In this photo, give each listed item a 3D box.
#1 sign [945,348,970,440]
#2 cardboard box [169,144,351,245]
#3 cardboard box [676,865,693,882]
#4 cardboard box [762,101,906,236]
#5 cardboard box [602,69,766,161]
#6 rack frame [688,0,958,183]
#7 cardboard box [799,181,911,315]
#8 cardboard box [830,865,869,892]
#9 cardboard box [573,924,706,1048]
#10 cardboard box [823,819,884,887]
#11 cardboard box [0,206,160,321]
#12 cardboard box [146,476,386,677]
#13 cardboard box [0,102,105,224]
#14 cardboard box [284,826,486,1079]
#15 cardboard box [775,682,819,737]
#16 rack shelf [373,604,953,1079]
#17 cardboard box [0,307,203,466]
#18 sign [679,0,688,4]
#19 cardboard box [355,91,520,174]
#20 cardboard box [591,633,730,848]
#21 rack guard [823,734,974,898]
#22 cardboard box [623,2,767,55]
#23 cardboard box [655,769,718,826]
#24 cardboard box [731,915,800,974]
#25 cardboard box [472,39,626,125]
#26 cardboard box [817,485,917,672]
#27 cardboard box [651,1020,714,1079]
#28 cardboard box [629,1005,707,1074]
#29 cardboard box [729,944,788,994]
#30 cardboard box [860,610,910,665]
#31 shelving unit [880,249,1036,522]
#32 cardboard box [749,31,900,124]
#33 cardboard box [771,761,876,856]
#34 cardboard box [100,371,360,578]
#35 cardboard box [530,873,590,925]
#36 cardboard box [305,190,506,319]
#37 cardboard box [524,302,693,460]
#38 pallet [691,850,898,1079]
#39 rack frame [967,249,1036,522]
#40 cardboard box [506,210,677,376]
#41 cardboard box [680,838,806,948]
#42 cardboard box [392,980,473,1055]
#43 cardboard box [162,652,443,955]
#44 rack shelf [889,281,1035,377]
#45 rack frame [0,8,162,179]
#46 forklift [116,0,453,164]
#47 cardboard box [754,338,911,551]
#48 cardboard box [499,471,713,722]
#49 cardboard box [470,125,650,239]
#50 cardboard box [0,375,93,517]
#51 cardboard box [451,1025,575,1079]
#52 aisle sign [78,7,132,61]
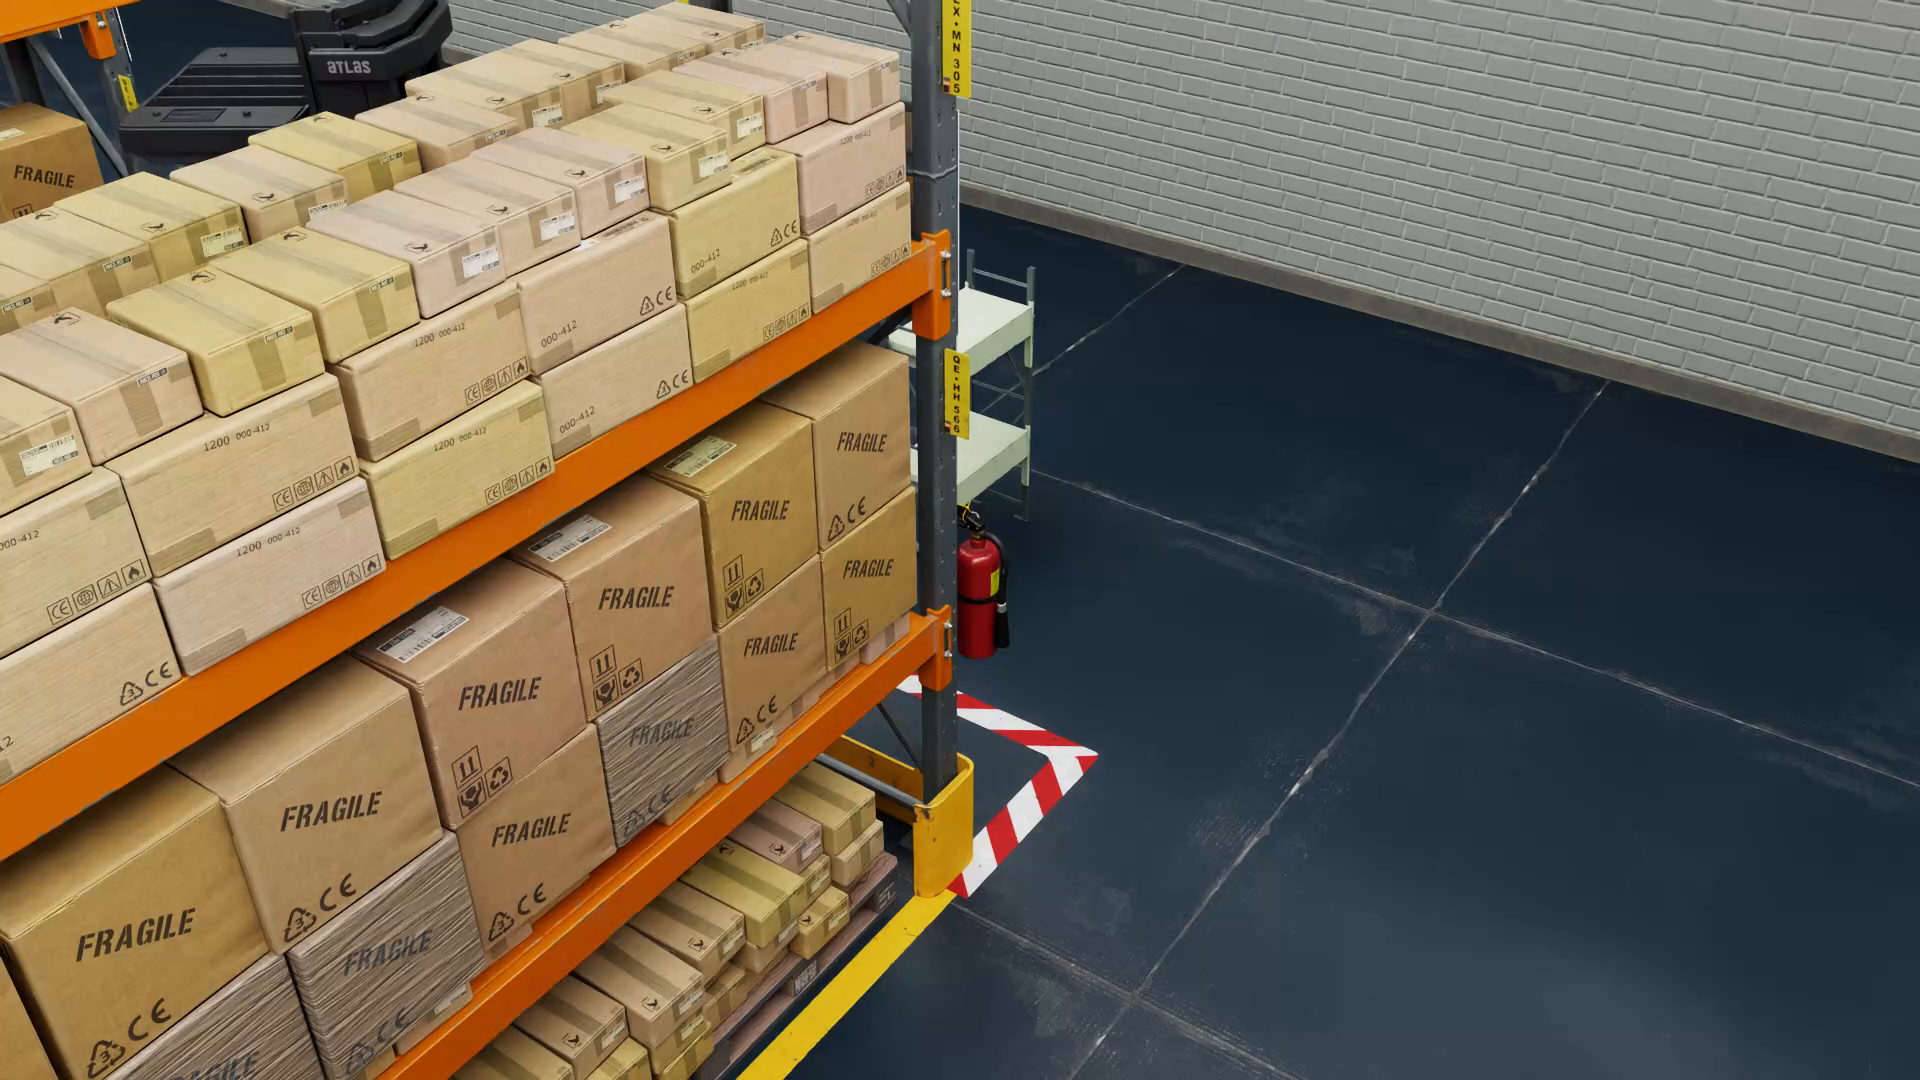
[{"bbox_3d":[-0.010,-0.495,5.664,0.100,0.325,0.005,21,39,28],"label":"sign"},{"bbox_3d":[-1.736,-0.842,4.146,0.380,0.149,0.250,23,40,30],"label":"cardboard box"},{"bbox_3d":[-1.233,1.221,6.347,0.380,0.149,0.250,22,40,29],"label":"cardboard box"},{"bbox_3d":[-0.508,-1.165,4.980,0.500,0.250,0.500,20,39,27],"label":"cardboard box"},{"bbox_3d":[-0.769,-1.176,4.641,0.380,0.149,0.250,20,39,27],"label":"cardboard box"},{"bbox_3d":[-0.454,-2.556,4.672,1.000,3.000,0.127,21,39,28],"label":"rack frame"},{"bbox_3d":[-0.496,-0.957,5.120,0.500,0.250,0.500,20,39,27],"label":"cardboard box"},{"bbox_3d":[-0.583,1.245,6.577,0.380,0.149,0.250,22,40,29],"label":"cardboard box"},{"bbox_3d":[-1.089,1.512,5.651,0.380,0.149,0.250,23,40,30],"label":"cardboard box"},{"bbox_3d":[-0.521,1.147,6.456,0.380,0.149,0.250,20,39,27],"label":"cardboard box"},{"bbox_3d":[-2.065,-0.617,3.815,0.380,0.149,0.250,21,39,28],"label":"cardboard box"},{"bbox_3d":[-1.663,-0.006,3.713,0.500,0.250,0.500,23,40,30],"label":"cardboard box"},{"bbox_3d":[-4.533,-1.765,8.057,0.500,0.500,0.500,22,40,29],"label":"cardboard box"},{"bbox_3d":[-1.653,1.008,4.403,0.500,0.500,0.500,20,39,27],"label":"cardboard box"},{"bbox_3d":[-0.711,0.496,5.738,0.380,0.149,0.250,21,39,28],"label":"cardboard box"},{"bbox_3d":[-1.595,1.148,5.193,1.077,0.370,4.000,21,39,28],"label":"rack shelf"},{"bbox_3d":[-1.775,-0.318,3.372,0.380,0.149,0.250,20,39,27],"label":"cardboard box"},{"bbox_3d":[-0.900,-1.848,5.523,0.100,0.325,0.005,21,39,28],"label":"sign"},{"bbox_3d":[-1.400,-1.070,4.484,0.380,0.149,0.250,22,40,29],"label":"cardboard box"},{"bbox_3d":[-1.078,0.526,5.116,0.500,0.500,0.500,21,40,28],"label":"cardboard box"},{"bbox_3d":[-0.498,1.000,7.001,1.175,0.500,0.348,21,39,28],"label":"rack guard"},{"bbox_3d":[-0.826,-1.547,5.189,0.380,0.149,0.250,21,39,28],"label":"cardboard box"},{"bbox_3d":[-1.012,0.733,5.388,0.380,0.149,0.250,19,39,26],"label":"cardboard box"},{"bbox_3d":[-0.816,1.387,6.101,0.380,0.149,0.250,20,39,26],"label":"cardboard box"},{"bbox_3d":[-1.201,-1.334,4.874,0.380,0.149,0.250,21,39,28],"label":"cardboard box"},{"bbox_3d":[-0.499,0.054,5.814,0.500,0.500,0.500,22,40,29],"label":"cardboard box"},{"bbox_3d":[-1.092,1.745,5.837,0.380,0.149,0.250,19,39,26],"label":"cardboard box"},{"bbox_3d":[-1.100,1.629,5.743,0.380,0.149,0.250,22,40,29],"label":"cardboard box"},{"bbox_3d":[-0.868,1.490,6.215,0.380,0.149,0.250,21,39,28],"label":"cardboard box"},{"bbox_3d":[-0.408,0.274,6.067,0.380,0.149,0.250,21,39,28],"label":"cardboard box"},{"bbox_3d":[-0.004,-0.618,8.501,0.431,1.500,0.755,21,39,28],"label":"shelving unit"},{"bbox_3d":[-0.402,-1.376,4.937,0.380,0.149,0.250,21,39,28],"label":"cardboard box"},{"bbox_3d":[-0.548,1.015,6.387,0.380,0.149,0.250,22,40,29],"label":"cardboard box"},{"bbox_3d":[-1.677,-0.217,3.579,0.500,0.250,0.500,22,40,29],"label":"cardboard box"},{"bbox_3d":[-1.353,0.966,5.044,0.380,0.149,0.250,22,40,29],"label":"cardboard box"},{"bbox_3d":[-1.298,-0.675,3.900,0.380,0.149,0.250,20,39,27],"label":"cardboard box"},{"bbox_3d":[-1.075,-0.496,4.438,0.500,0.250,0.500,23,40,30],"label":"cardboard box"},{"bbox_3d":[-0.990,1.482,6.546,1.003,0.211,1.213,21,39,28],"label":"pallet"},{"bbox_3d":[0.205,-0.787,8.750,0.400,1.500,0.023,21,39,28],"label":"rack frame"},{"bbox_3d":[-1.093,-0.694,4.284,0.500,0.250,0.500,22,40,29],"label":"cardboard box"},{"bbox_3d":[-0.782,1.272,6.007,0.380,0.149,0.250,20,39,27],"label":"cardboard box"},{"bbox_3d":[-1.594,1.227,4.658,0.380,0.149,0.250,23,40,30],"label":"cardboard box"},{"bbox_3d":[-1.682,0.596,4.119,0.500,0.500,0.500,22,40,29],"label":"cardboard box"},{"bbox_3d":[-0.004,-0.941,8.282,0.431,0.370,0.720,21,39,28],"label":"rack shelf"},{"bbox_3d":[-4.471,-1.701,8.764,1.000,3.000,0.127,21,39,28],"label":"rack frame"},{"bbox_3d":[-3.147,-1.202,8.087,3.031,2.935,1.130,0,34,-1],"label":"forklift"},{"bbox_3d":[-0.511,-0.359,5.532,0.500,0.500,0.500,20,39,27],"label":"cardboard box"},{"bbox_3d":[-1.089,0.116,4.829,0.500,0.500,0.500,23,41,30],"label":"cardboard box"},{"bbox_3d":[-1.025,-0.922,4.266,0.380,0.149,0.250,20,39,27],"label":"cardboard box"},{"bbox_3d":[-1.905,-0.192,3.186,0.380,0.149,0.250,20,39,27],"label":"cardboard box"},{"bbox_3d":[-1.456,1.727,5.333,0.380,0.149,0.250,21,40,28],"label":"cardboard box"},{"bbox_3d":[-4.184,-2.716,7.943,0.394,0.787,0.004,21,39,28],"label":"aisle sign"}]
